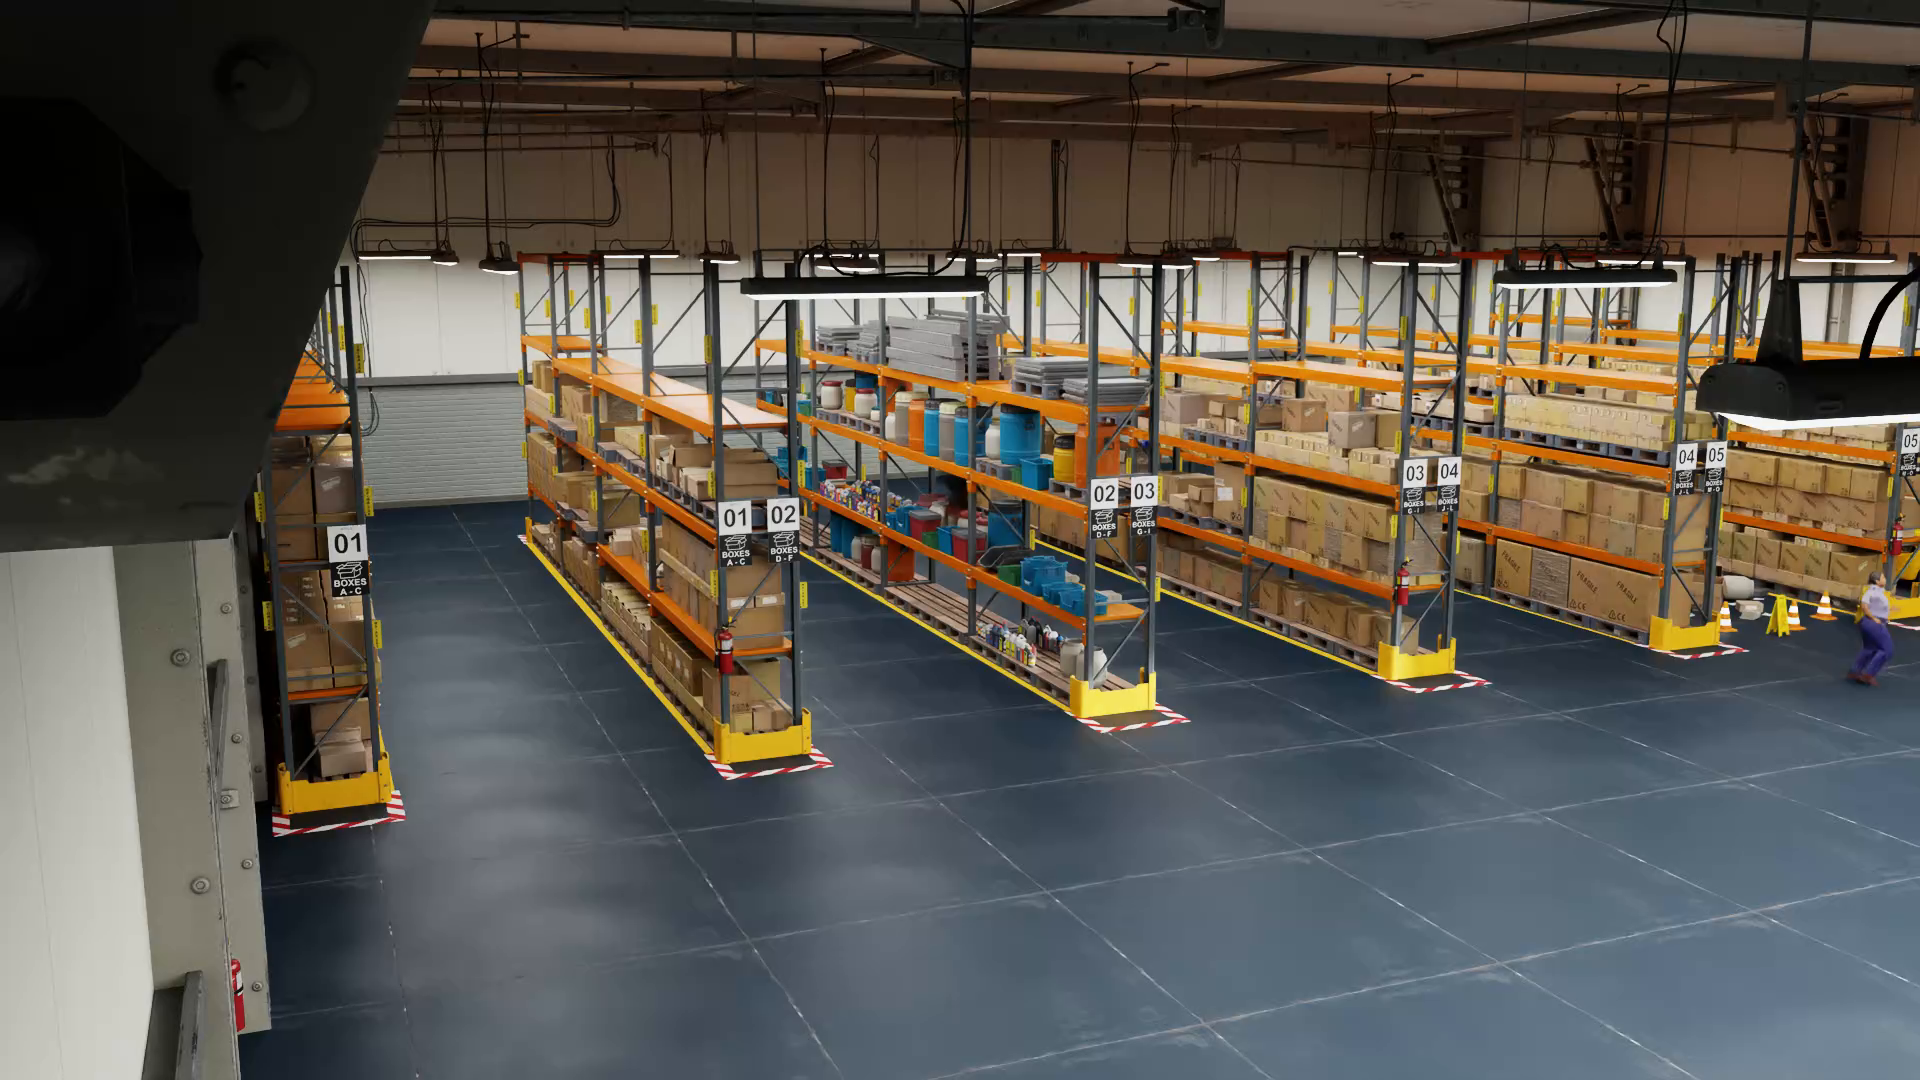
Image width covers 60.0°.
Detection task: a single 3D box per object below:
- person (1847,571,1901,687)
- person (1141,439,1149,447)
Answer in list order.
[{"bbox_3d":[13.057,1.277,23.711,0.609,1.673,0.597,4,11,22],"label":"person"},{"bbox_3d":[4.535,-2.016,41.589,0.738,1.608,0.888,-3,11,-18],"label":"person"}]
